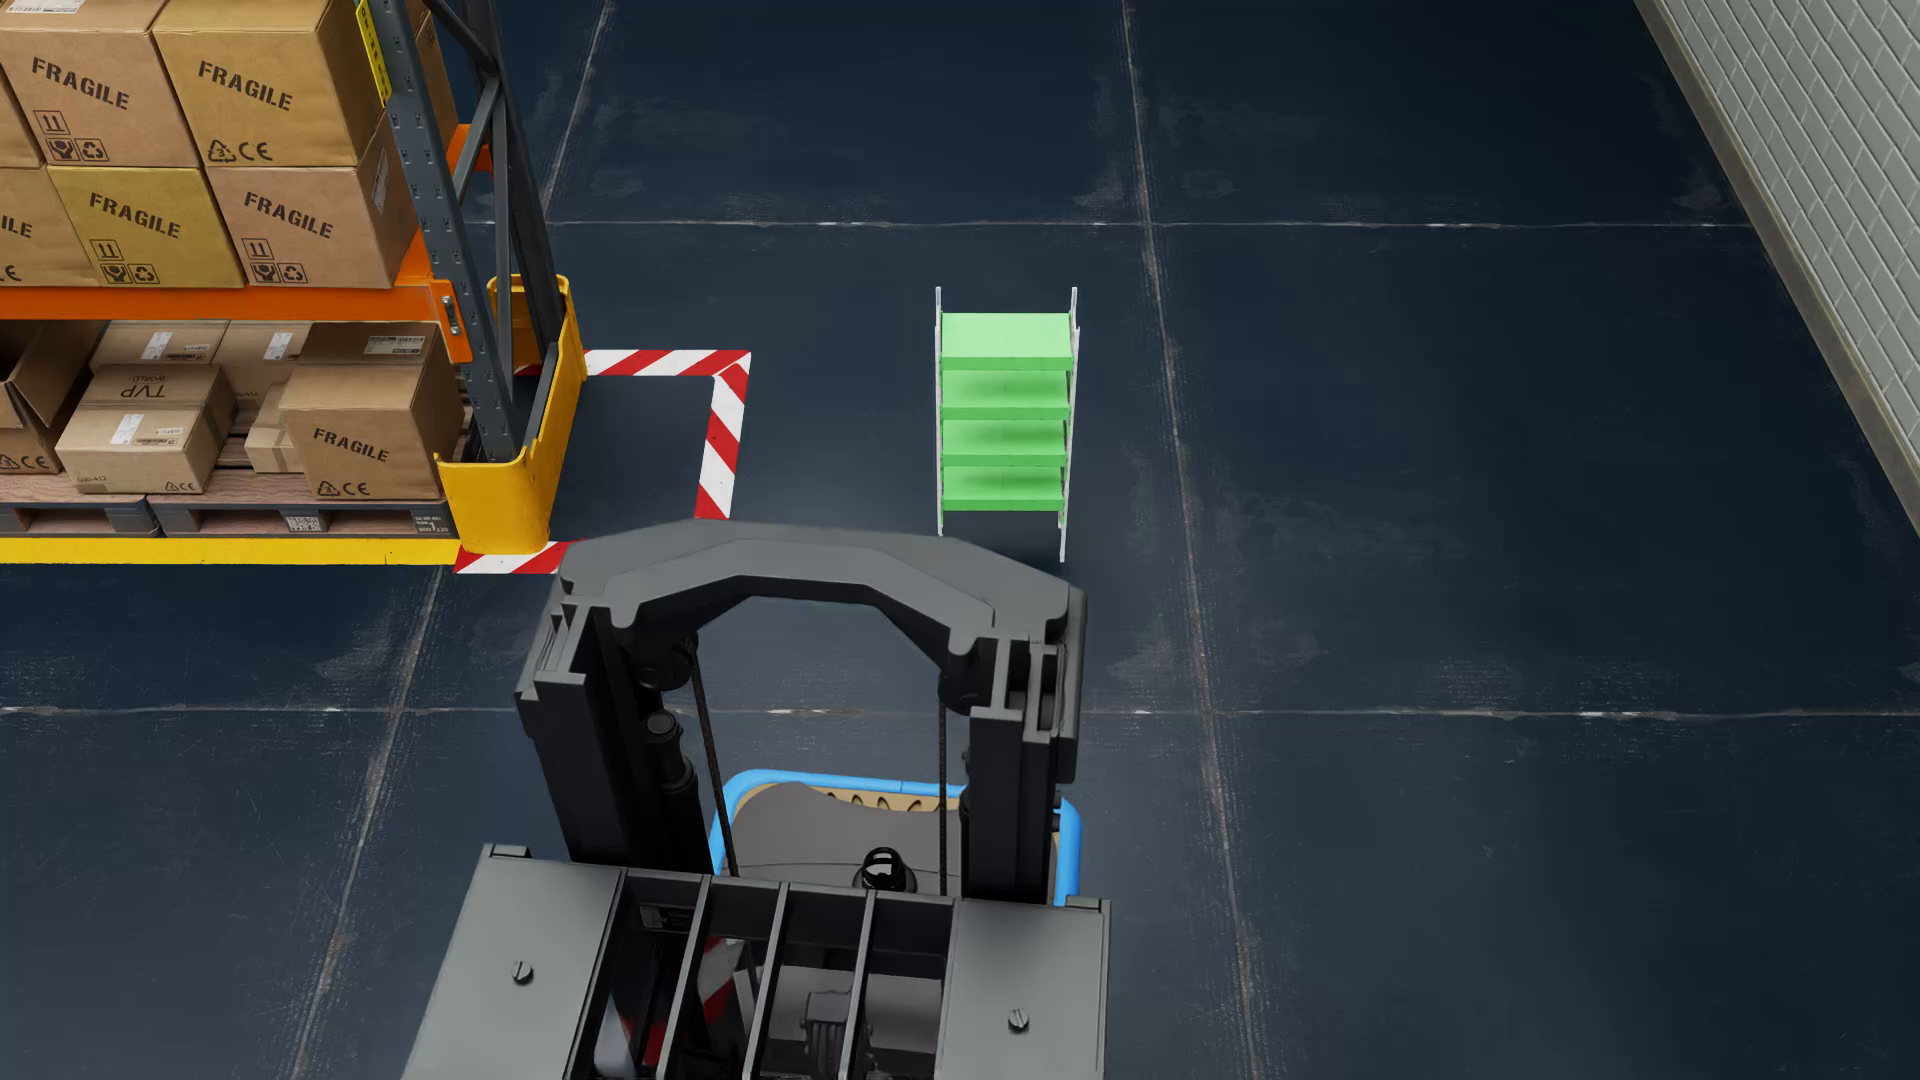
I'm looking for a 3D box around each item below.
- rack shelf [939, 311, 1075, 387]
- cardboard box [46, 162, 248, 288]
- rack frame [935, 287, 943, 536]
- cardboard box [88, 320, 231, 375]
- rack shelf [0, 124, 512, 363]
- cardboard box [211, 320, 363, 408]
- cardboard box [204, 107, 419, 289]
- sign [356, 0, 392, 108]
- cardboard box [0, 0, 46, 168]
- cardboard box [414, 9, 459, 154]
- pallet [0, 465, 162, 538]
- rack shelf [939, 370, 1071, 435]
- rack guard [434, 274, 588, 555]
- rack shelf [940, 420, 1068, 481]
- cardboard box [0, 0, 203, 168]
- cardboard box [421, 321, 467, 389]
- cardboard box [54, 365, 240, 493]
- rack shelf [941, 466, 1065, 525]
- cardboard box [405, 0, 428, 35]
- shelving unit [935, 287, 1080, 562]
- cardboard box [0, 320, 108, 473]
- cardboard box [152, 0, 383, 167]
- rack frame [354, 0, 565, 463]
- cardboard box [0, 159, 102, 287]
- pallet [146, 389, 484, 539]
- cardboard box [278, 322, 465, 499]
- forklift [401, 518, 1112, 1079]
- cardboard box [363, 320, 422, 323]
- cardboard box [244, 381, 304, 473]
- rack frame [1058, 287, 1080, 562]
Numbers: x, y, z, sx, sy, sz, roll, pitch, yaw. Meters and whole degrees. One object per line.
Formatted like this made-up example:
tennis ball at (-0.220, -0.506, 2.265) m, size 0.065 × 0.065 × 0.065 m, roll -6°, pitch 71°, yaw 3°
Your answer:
rack shelf at (0.166, -0.692, 6.006) m, size 0.480 × 0.148 × 0.258 m, roll 0°, pitch 47°, yaw 0°
cardboard box at (-2.734, -1.226, 5.774) m, size 0.500 × 0.500 × 0.500 m, roll 1°, pitch 47°, yaw 0°
rack frame at (-0.078, -0.409, 6.311) m, size 0.015 × 1.200 × 0.240 m, roll 0°, pitch 47°, yaw 0°
cardboard box at (-3.309, -0.816, 7.039) m, size 0.500 × 0.250 × 0.500 m, roll 0°, pitch 47°, yaw 0°
rack shelf at (-3.766, -1.152, 6.264) m, size 4.000 × 0.370 × 1.077 m, roll 0°, pitch 47°, yaw 0°
cardboard box at (-2.809, -0.815, 7.037) m, size 0.500 × 0.250 × 0.500 m, roll 0°, pitch 47°, yaw 0°
cardboard box at (-2.215, -1.227, 5.775) m, size 0.500 × 0.500 × 0.500 m, roll 1°, pitch 47°, yaw 1°
sign at (-1.788, -1.487, 5.078) m, size 0.005 × 0.325 × 0.100 m, roll 0°, pitch 47°, yaw 0°
cardboard box at (-3.236, -1.565, 5.406) m, size 0.500 × 0.500 × 0.500 m, roll 1°, pitch 47°, yaw 1°
cardboard box at (-2.209, -1.620, 6.140) m, size 0.500 × 0.500 × 0.500 m, roll 1°, pitch 47°, yaw 1°
pallet at (-3.856, -0.448, 7.023) m, size 1.213 × 0.211 × 1.003 m, roll 0°, pitch 47°, yaw 0°
rack shelf at (0.166, -0.528, 6.181) m, size 0.480 × 0.148 × 0.258 m, roll 0°, pitch 47°, yaw 0°
rack guard at (-1.842, -0.540, 6.911) m, size 0.348 × 0.500 × 1.175 m, roll 0°, pitch 47°, yaw 0°
rack shelf at (0.166, -0.365, 6.357) m, size 0.480 × 0.148 × 0.258 m, roll 0°, pitch 47°, yaw 0°
cardboard box at (-2.717, -1.567, 5.408) m, size 0.500 × 0.500 × 0.500 m, roll 1°, pitch 47°, yaw 1°
cardboard box at (-2.183, -0.823, 7.114) m, size 0.250 × 0.149 × 0.380 m, roll 0°, pitch 47°, yaw 0°
cardboard box at (-3.261, -0.450, 6.698) m, size 0.500 × 0.250 × 0.500 m, roll 0°, pitch 47°, yaw 0°
rack shelf at (0.166, -0.201, 6.533) m, size 0.480 × 0.148 × 0.258 m, roll 0°, pitch 47°, yaw 0°
cardboard box at (-2.209, -1.960, 5.774) m, size 0.500 × 0.500 × 0.500 m, roll 1°, pitch 47°, yaw 1°
shelving unit at (0.166, -0.408, 6.310) m, size 0.503 × 1.200 × 0.258 m, roll 0°, pitch 47°, yaw 0°
cardboard box at (-3.887, -0.700, 6.758) m, size 0.637 × 0.503 × 0.797 m, roll 0°, pitch 47°, yaw 0°
cardboard box at (-2.212, -1.566, 5.407) m, size 0.500 × 0.500 × 0.500 m, roll 0°, pitch 47°, yaw 0°
rack frame at (-1.766, -1.391, 5.996) m, size 0.127 × 3.000 × 1.000 m, roll 0°, pitch 47°, yaw 0°
cardboard box at (-3.233, -1.232, 5.779) m, size 0.500 × 0.500 × 0.500 m, roll 0°, pitch 47°, yaw 0°
pallet at (-2.639, -0.443, 7.018) m, size 1.213 × 0.211 × 1.003 m, roll 0°, pitch 47°, yaw 0°
cardboard box at (-2.311, -0.511, 6.583) m, size 0.500 × 0.500 × 0.500 m, roll 0°, pitch 47°, yaw 0°
forklift at (-0.314, 1.484, 3.367) m, size 1.130 × 2.935 × 3.031 m, roll 4°, pitch 47°, yaw 4°
cardboard box at (-2.433, -0.829, 7.108) m, size 0.250 × 0.166 × 0.380 m, roll 0°, pitch 47°, yaw 0°
cardboard box at (-2.715, -0.464, 6.768) m, size 0.250 × 0.166 × 0.380 m, roll 0°, pitch 47°, yaw 0°
rack frame at (0.410, -0.408, 6.310) m, size 0.015 × 1.200 × 0.240 m, roll 0°, pitch 47°, yaw 0°
